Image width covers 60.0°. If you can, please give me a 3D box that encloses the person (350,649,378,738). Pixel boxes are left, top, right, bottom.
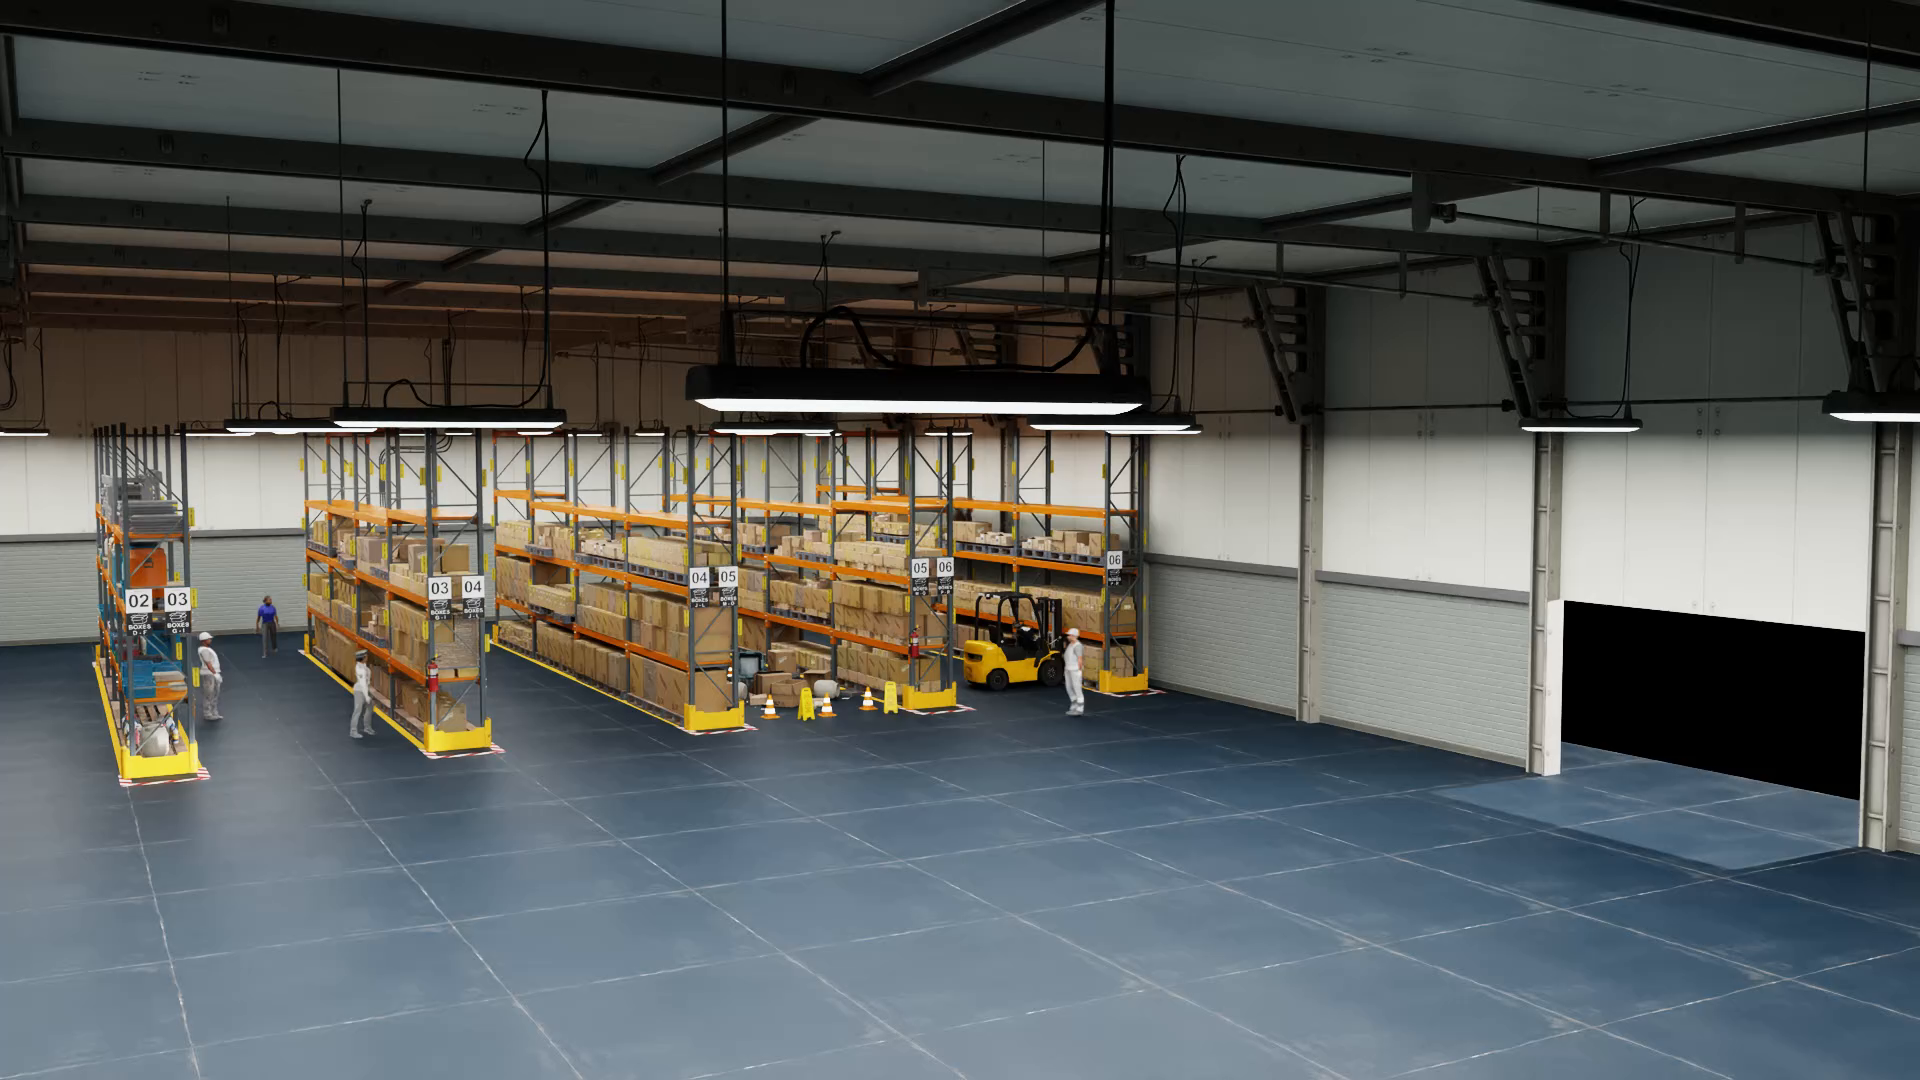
[{"bbox_3d":[-11.508,2.958,32.032,0.421,1.718,0.609,0,3,-4],"label":"person"}]

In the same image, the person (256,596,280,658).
[{"bbox_3d":[-18.237,2.273,43.829,0.605,1.589,1.020,-1,4,-19],"label":"person"}]

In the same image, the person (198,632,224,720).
[{"bbox_3d":[-15.287,2.787,33.995,0.608,1.824,0.645,0,3,0],"label":"person"}]

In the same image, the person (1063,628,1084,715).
[{"bbox_3d":[2.366,2.741,34.504,0.357,1.822,0.662,-2,4,-25],"label":"person"}]
